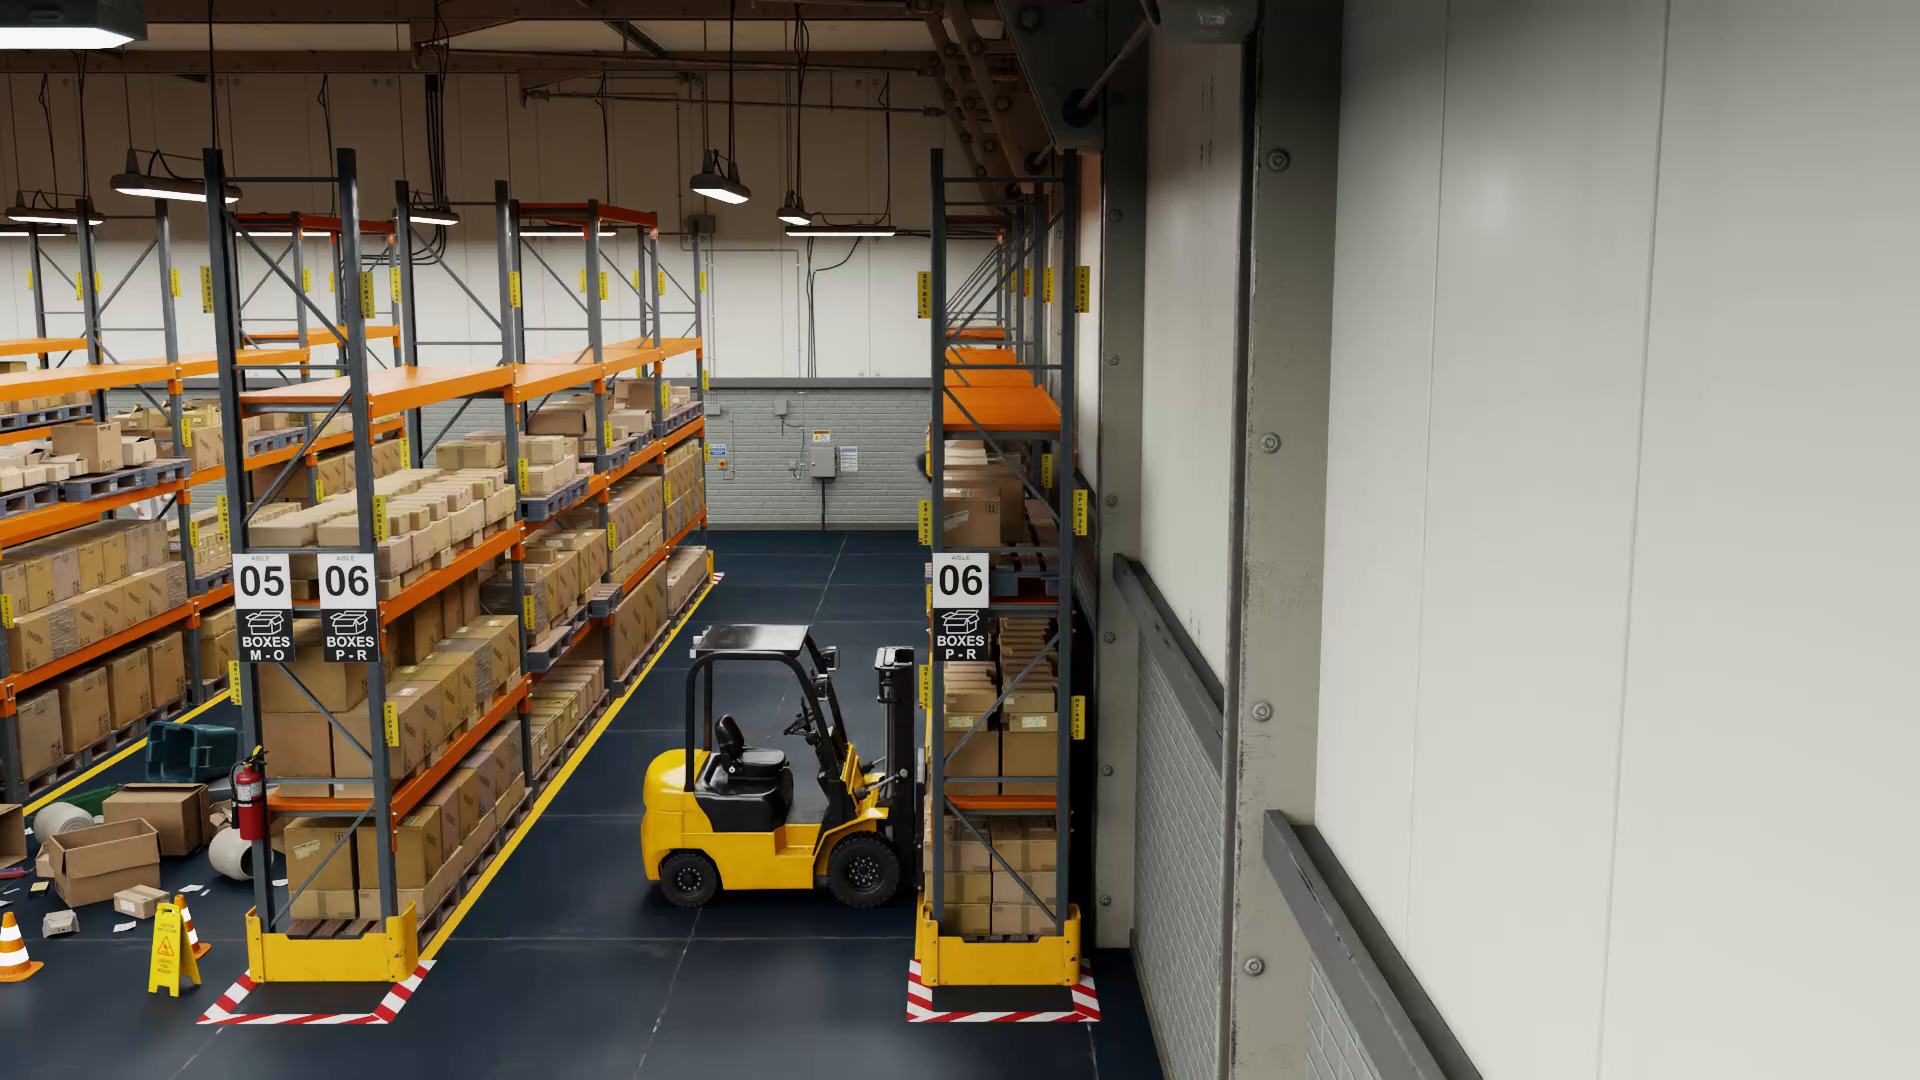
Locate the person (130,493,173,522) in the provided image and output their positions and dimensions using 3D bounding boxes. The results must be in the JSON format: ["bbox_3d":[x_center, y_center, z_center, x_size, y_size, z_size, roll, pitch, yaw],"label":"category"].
[{"bbox_3d":[-14.125,-0.357,29.087,0.711,1.825,0.925,-8,12,-40],"label":"person"}]
